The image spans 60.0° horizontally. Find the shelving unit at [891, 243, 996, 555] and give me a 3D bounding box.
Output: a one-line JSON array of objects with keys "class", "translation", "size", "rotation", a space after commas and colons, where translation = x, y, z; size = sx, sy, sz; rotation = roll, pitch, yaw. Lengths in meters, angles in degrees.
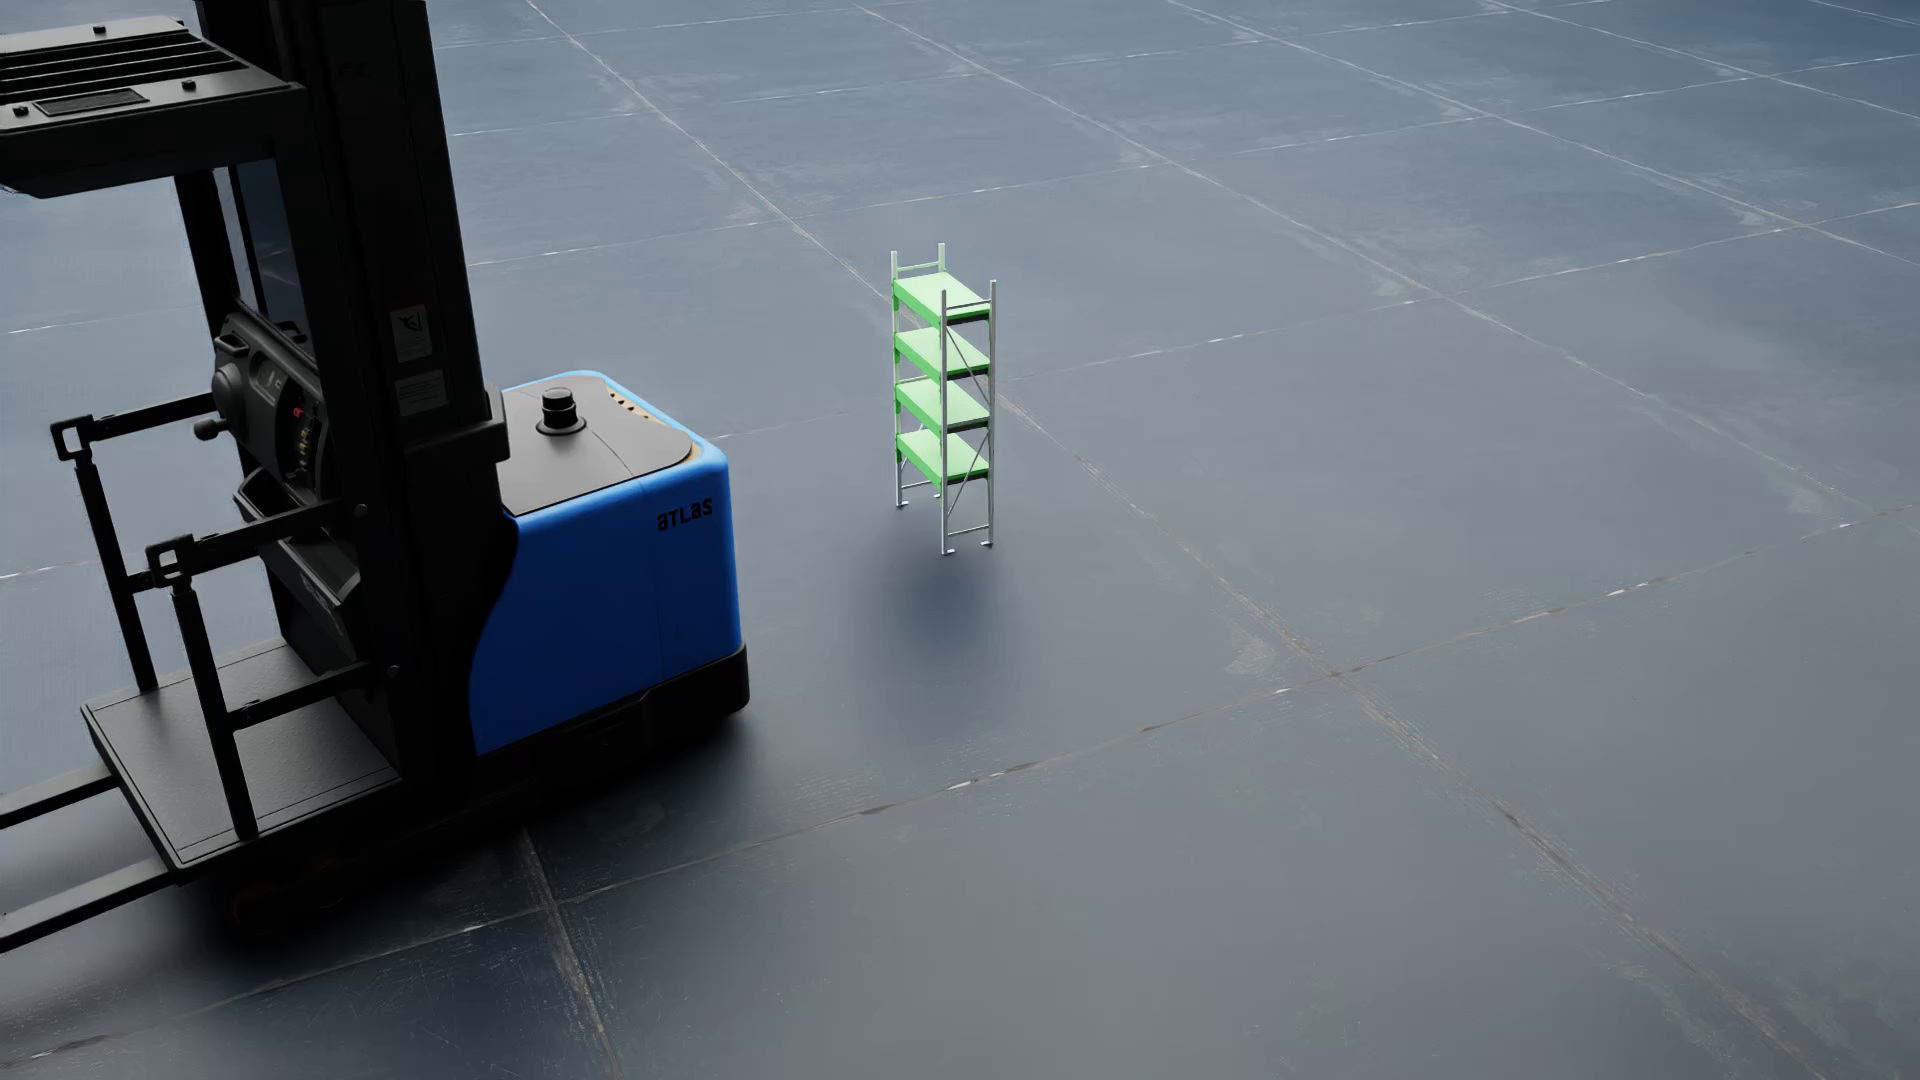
[{"class": "shelving unit", "translation": [-0.071, -0.596, 7.087], "size": [0.258, 1.200, 0.503], "rotation": [-13, 32, -22]}]

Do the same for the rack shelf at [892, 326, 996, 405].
[{"class": "rack shelf", "translation": [-0.071, -0.750, 7.001], "size": [0.258, 0.148, 0.480], "rotation": [-13, 32, -22]}]

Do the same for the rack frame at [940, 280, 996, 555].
[{"class": "rack frame", "translation": [0.034, -0.489, 6.895], "size": [0.240, 1.200, 0.015], "rotation": [-13, 32, -22]}]

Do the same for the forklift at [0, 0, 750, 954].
[{"class": "forklift", "translation": [-2.231, -0.362, 4.898], "size": [3.031, 2.935, 1.130], "rotation": [-22, 36, -33]}]

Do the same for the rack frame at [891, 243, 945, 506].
[{"class": "rack frame", "translation": [-0.176, -0.704, 7.279], "size": [0.240, 1.200, 0.015], "rotation": [-13, 32, -22]}]

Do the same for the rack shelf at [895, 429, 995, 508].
[{"class": "rack shelf", "translation": [-0.071, -0.331, 7.236], "size": [0.258, 0.148, 0.480], "rotation": [-13, 32, -22]}]

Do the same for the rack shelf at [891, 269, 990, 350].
[{"class": "rack shelf", "translation": [-0.071, -0.959, 6.883], "size": [0.258, 0.148, 0.480], "rotation": [-13, 32, -22]}]

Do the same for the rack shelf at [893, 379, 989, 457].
[{"class": "rack shelf", "translation": [-0.071, -0.541, 7.118], "size": [0.258, 0.148, 0.480], "rotation": [-13, 32, -22]}]
